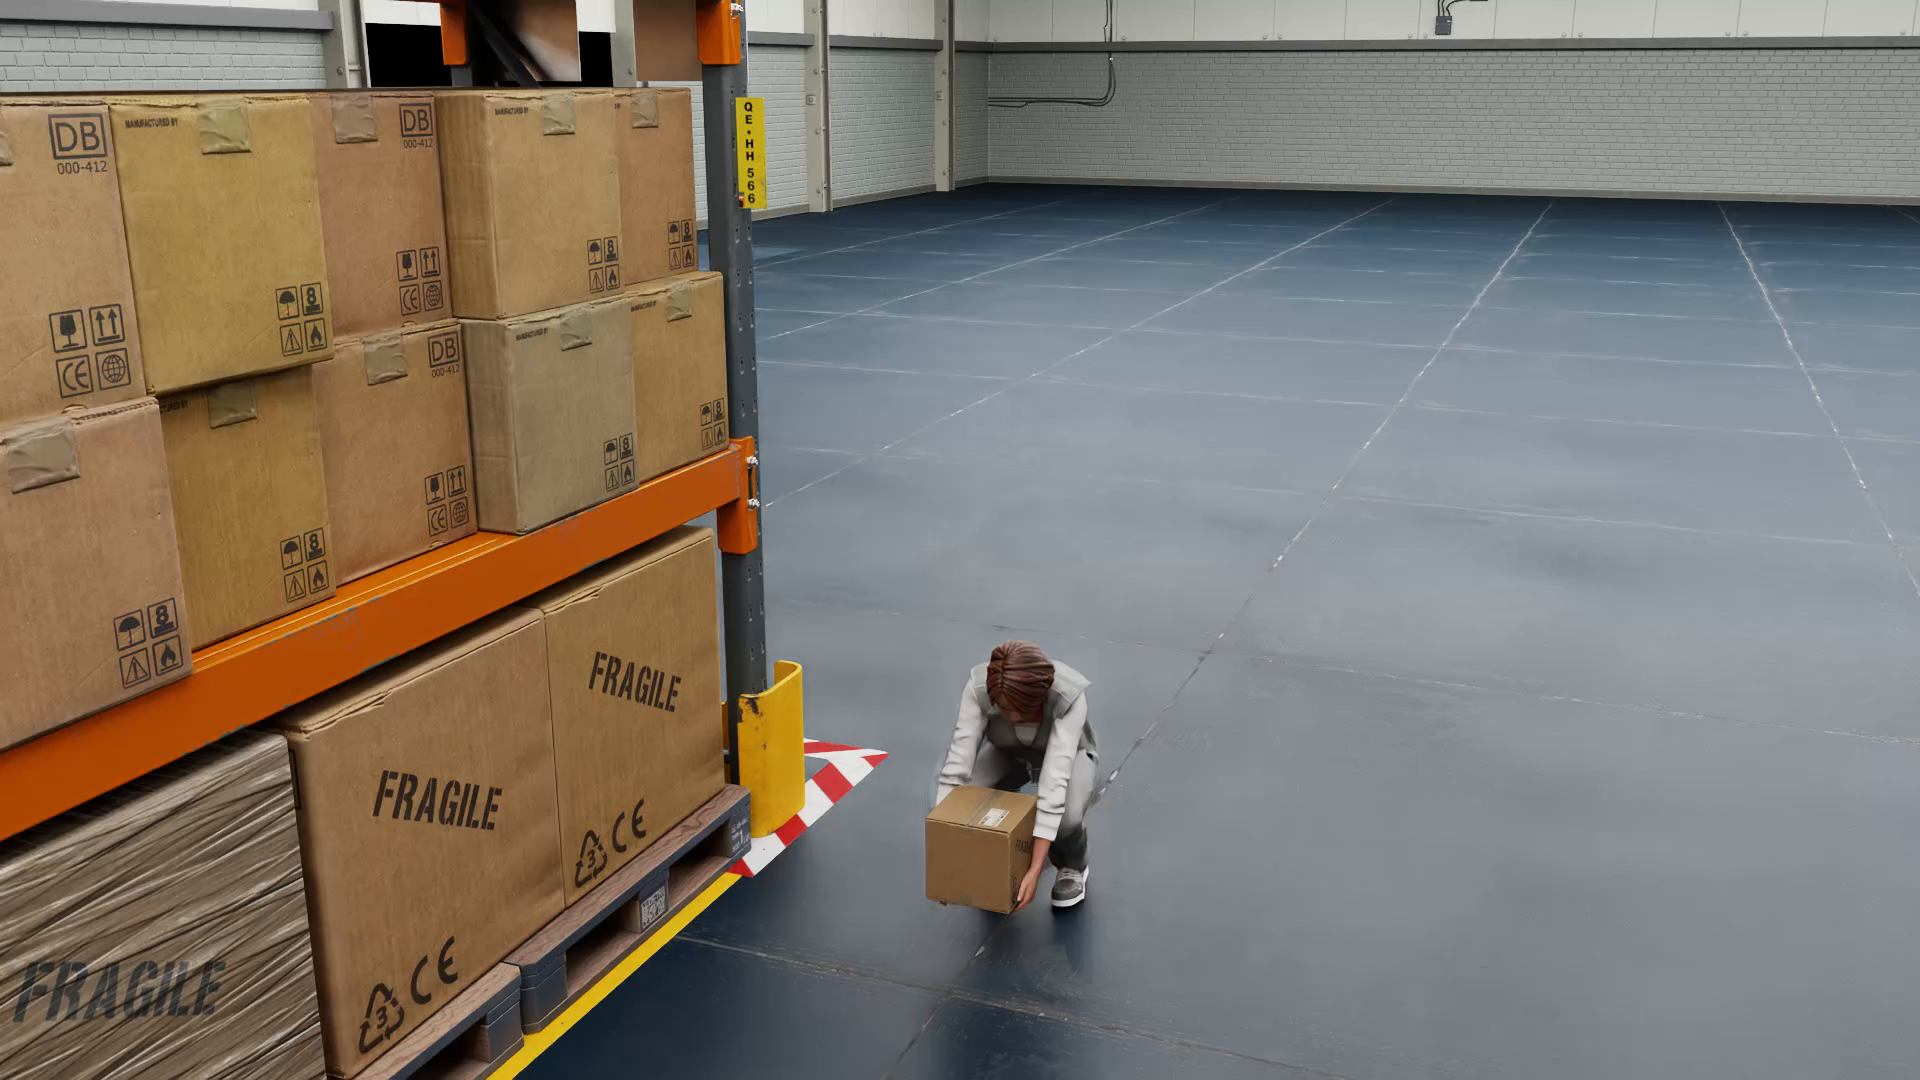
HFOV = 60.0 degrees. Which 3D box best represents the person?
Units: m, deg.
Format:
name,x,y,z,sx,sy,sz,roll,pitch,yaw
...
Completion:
name,x,y,z,sx,sy,sz,roll,pitch,yaw
person,0.192,0.666,4.944,0.424,0.921,0.793,6,17,20
